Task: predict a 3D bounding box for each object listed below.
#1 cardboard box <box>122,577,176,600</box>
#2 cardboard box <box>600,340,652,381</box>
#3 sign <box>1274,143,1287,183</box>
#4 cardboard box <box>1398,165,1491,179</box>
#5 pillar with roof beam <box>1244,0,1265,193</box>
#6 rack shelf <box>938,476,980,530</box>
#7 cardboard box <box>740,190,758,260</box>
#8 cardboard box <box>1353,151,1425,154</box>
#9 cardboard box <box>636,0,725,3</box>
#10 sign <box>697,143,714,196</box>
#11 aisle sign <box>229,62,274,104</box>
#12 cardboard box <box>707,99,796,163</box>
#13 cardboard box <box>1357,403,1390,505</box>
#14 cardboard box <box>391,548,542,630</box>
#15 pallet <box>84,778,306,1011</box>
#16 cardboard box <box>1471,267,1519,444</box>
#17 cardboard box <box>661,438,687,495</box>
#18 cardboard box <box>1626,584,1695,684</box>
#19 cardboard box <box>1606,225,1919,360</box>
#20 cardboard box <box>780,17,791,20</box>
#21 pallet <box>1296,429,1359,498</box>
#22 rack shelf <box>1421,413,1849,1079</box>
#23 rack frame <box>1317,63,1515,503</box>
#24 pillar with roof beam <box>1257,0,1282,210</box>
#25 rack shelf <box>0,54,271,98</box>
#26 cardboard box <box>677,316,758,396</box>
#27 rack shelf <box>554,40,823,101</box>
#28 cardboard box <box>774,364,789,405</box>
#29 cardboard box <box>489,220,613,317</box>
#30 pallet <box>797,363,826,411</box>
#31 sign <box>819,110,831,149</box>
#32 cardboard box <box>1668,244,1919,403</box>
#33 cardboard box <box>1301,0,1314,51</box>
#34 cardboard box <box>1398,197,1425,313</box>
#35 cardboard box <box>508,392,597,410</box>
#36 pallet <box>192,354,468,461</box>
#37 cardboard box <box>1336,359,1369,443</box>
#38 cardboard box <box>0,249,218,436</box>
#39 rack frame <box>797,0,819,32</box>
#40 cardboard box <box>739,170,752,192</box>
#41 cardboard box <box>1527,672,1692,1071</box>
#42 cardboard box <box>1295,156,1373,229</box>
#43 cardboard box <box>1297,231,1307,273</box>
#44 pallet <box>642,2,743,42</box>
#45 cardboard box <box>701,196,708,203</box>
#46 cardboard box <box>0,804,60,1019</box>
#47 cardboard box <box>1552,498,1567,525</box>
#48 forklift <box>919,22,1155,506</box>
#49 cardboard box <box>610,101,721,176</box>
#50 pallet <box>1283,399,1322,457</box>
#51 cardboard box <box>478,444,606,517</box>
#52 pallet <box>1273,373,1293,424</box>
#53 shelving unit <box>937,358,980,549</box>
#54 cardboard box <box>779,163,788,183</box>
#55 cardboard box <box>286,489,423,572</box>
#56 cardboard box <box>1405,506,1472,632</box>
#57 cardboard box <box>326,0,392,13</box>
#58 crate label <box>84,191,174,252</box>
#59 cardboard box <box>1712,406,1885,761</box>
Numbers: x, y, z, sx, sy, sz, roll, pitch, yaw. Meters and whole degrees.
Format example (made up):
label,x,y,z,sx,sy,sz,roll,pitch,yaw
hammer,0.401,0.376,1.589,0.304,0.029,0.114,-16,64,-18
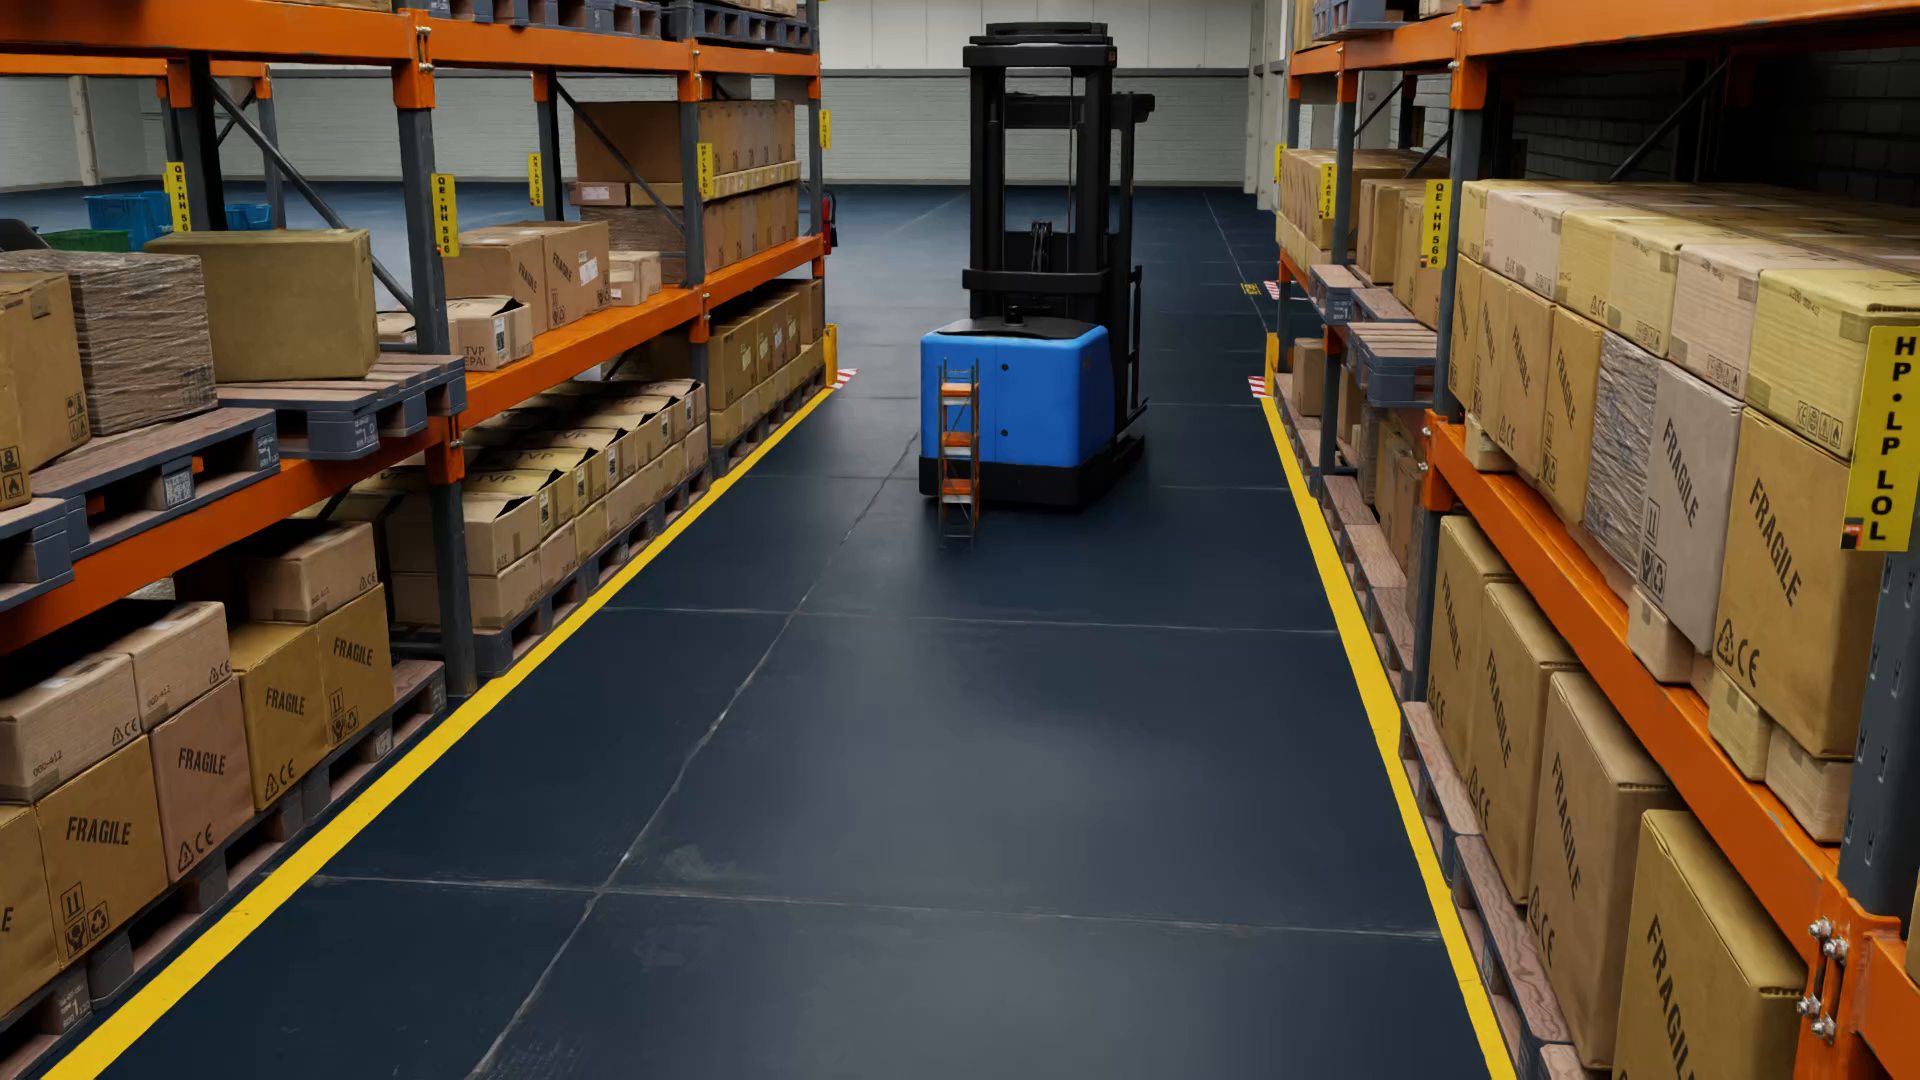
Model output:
label,x,y,z,sx,sy,sz,roll,pitch,yaw
cardboard box,-2.989,0.450,6.198,0.500,0.500,0.500,1,15,4
cardboard box,-2.246,-1.321,11.827,0.500,0.500,0.500,2,15,6
sign,2.686,-3.154,13.921,0.100,0.325,0.005,2,15,6
cardboard box,3.034,-2.098,10.485,0.500,0.500,0.500,1,15,5
pillar with roof beam,3.113,-13.317,41.670,9.100,9.000,0.400,2,15,6
rack shelf,-0.006,-0.214,9.549,0.215,0.259,0.240,2,15,6
cardboard box,-1.935,-2.391,12.566,0.700,0.500,0.500,2,15,8
cardboard box,3.316,-2.761,12.937,0.500,0.500,0.500,2,15,7
cardboard box,-1.830,-3.717,10.651,0.500,0.500,0.500,3,15,11
sign,-1.609,-2.335,10.484,0.100,0.325,0.005,2,15,6
aisle sign,-6.316,-4.277,14.751,0.394,0.787,0.004,2,15,6
cardboard box,-1.769,-3.405,13.831,0.700,0.500,0.500,2,15,6
cardboard box,2.707,-0.497,9.699,0.700,0.500,0.500,2,15,8
cardboard box,-2.249,0.207,7.612,0.500,0.250,0.500,2,15,6
pallet,-2.862,1.064,5.323,1.003,0.211,1.213,2,15,6
cardboard box,1.945,-0.593,5.308,0.500,0.500,0.500,2,15,8
cardboard box,-1.967,-0.456,10.064,0.500,0.250,0.500,1,15,5
cardboard box,1.678,0.206,3.598,0.380,0.149,0.250,2,15,6
cardboard box,1.794,-0.565,3.767,0.500,0.250,0.500,2,15,7
cardboard box,-1.767,-4.484,13.482,0.797,0.503,0.637,3,15,10
pallet,2.814,-0.512,11.150,1.003,0.211,1.213,2,15,6
rack shelf,2.096,0.221,4.477,1.077,0.370,4.000,2,15,6
rack frame,2.774,-1.683,10.138,1.000,3.000,0.127,2,15,6
pillar with roof beam,2.436,-11.760,35.915,9.100,9.000,0.400,2,15,6
rack shelf,-6.845,-3.594,12.838,1.077,0.370,4.000,2,15,6
cardboard box,-1.737,-1.306,11.771,0.500,0.500,0.500,2,15,6
rack shelf,-1.923,-3.447,12.295,1.077,0.370,4.000,2,15,6
cardboard box,-1.622,-1.203,12.828,0.500,0.250,0.500,2,15,6
cardboard box,-2.311,-1.540,9.421,0.500,0.500,0.500,3,15,10
pallet,-1.742,-1.319,14.137,1.003,0.211,1.213,2,15,6
sign,-1.160,-3.519,14.256,0.100,0.325,0.005,2,15,6
cardboard box,1.737,-0.432,3.278,0.500,0.250,0.500,2,15,7
cardboard box,2.788,-3.874,12.264,0.500,0.500,0.500,2,15,9
cardboard box,2.484,-1.352,7.880,0.700,0.500,0.500,2,15,6
cardboard box,-2.505,-0.744,10.056,0.500,0.311,0.500,2,15,6
pallet,-2.607,-0.520,6.205,1.213,0.211,1.003,2,15,6
cardboard box,2.851,-0.959,11.407,0.500,0.500,0.500,1,15,2
cardboard box,-2.852,-0.643,5.297,0.700,0.500,0.500,5,16,17
rack frame,-1.698,-5.761,13.728,1.000,3.000,0.127,2,15,6
cardboard box,-1.755,-2.655,12.299,0.380,0.149,0.250,2,15,6
cardboard box,1.912,0.824,4.181,0.750,0.750,0.750,2,15,8
cardboard box,2.696,-2.508,12.004,0.500,0.500,0.500,2,15,8
cardboard box,2.632,-2.012,11.604,0.500,0.250,0.500,2,15,6
pallet,-2.078,-3.455,11.115,1.003,0.211,1.213,2,15,6
cardboard box,-1.898,-2.318,11.054,0.380,0.149,0.250,2,15,7
cardboard box,-2.706,0.985,4.220,0.500,0.500,0.500,2,15,7
cardboard box,1.937,-0.120,4.804,0.380,0.149,0.250,2,15,7
forklift,0.677,-1.967,11.320,1.130,2.935,3.031,5,16,17
cardboard box,-2.049,-2.748,11.403,0.700,0.500,0.500,2,15,6
pallet,2.949,-0.829,12.324,1.003,0.211,1.213,2,15,6
cardboard box,-2.139,-0.332,8.532,0.500,0.311,0.500,1,15,5
pallet,3.089,-1.145,13.491,1.003,0.211,1.213,2,15,6
shelving unit,-0.006,-0.493,9.474,0.215,1.050,0.252,2,15,6
cardboard box,-1.608,-2.987,13.529,0.380,0.149,0.250,1,15,5
cardboard box,-2.786,-0.079,7.598,0.500,0.311,0.500,2,15,8
cardboard box,2.352,0.161,7.267,0.700,0.500,0.500,2,15,7
cardboard box,-2.616,-2.172,6.011,0.910,0.500,0.500,2,15,6
crate label,-6.558,-2.544,13.254,0.502,0.435,0.616,2,15,6
cardboard box,1.672,0.064,2.881,0.500,0.500,0.500,1,15,5
